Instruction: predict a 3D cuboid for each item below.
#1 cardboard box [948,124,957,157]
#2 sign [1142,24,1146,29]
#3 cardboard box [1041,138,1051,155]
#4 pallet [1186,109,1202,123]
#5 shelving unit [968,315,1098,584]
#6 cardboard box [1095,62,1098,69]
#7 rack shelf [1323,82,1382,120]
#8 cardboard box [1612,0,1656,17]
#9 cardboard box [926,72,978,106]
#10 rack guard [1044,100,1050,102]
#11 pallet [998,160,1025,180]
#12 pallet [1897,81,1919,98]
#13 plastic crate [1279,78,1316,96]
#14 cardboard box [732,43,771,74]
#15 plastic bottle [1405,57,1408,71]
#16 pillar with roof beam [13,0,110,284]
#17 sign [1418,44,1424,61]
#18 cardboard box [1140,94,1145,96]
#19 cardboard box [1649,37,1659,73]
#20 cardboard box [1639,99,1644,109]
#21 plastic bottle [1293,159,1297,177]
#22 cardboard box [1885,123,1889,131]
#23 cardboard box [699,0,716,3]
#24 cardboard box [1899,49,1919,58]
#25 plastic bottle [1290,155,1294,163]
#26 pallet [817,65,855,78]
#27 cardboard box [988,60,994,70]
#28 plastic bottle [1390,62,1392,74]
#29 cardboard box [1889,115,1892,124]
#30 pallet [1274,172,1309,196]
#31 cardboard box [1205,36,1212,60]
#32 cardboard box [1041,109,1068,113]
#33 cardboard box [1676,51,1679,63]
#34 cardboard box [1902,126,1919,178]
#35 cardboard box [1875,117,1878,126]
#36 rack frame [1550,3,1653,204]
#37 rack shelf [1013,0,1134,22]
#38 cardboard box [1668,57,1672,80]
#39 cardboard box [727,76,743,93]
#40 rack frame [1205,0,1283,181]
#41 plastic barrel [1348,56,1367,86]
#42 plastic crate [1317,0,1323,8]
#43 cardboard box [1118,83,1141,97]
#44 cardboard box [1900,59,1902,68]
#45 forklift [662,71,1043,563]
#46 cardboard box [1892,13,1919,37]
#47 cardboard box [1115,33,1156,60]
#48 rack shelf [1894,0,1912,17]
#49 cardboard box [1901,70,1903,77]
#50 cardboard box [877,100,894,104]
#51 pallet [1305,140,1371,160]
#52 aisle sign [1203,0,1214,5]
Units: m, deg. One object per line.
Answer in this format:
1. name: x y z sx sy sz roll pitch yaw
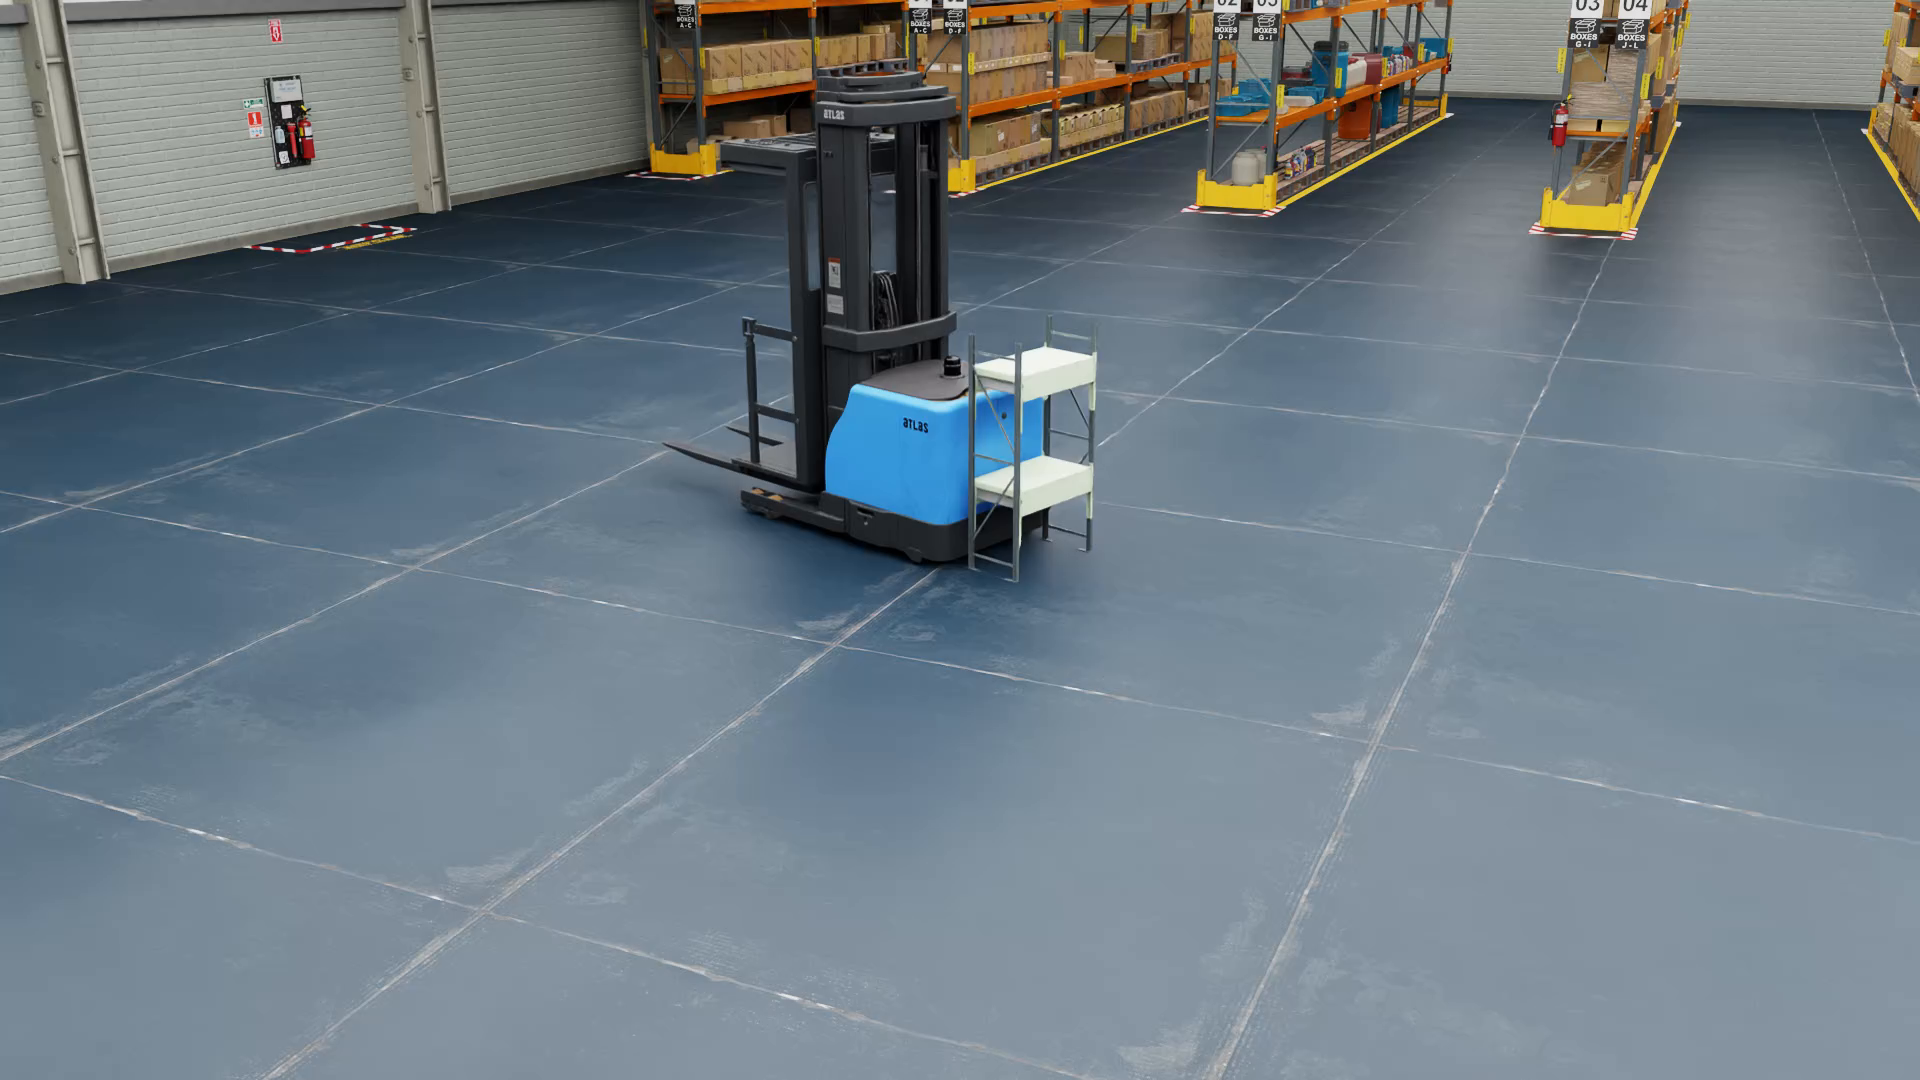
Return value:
1. cardboard box: -0.380 -6.586 27.368 0.500 0.500 0.500 9 21 23
2. sign: 4.087 -11.274 36.900 0.100 0.325 0.005 9 21 23
3. cardboard box: 1.319 -7.079 29.873 0.500 0.250 0.500 9 21 23
4. pallet: 4.868 -9.689 37.900 1.003 0.211 1.213 9 21 23
5. shelving unit: 0.452 -0.575 10.347 0.431 1.500 0.755 17 26 39
6. cardboard box: 2.405 -9.282 32.725 0.500 0.311 0.500 8 21 22
7. rack shelf: 6.646 -7.940 29.891 1.077 0.370 4.000 9 21 23
8. cardboard box: 9.141 -7.219 22.539 0.500 0.250 0.500 9 22 24
9. cardboard box: -0.126 -7.313 26.907 0.700 0.500 0.500 9 21 23
10. rack guard: 1.713 -11.525 42.628 1.175 0.500 0.348 9 21 23
11. pallet: 0.448 -6.423 28.713 1.003 0.211 1.213 9 21 23
12. pallet: 16.662 -7.641 28.264 1.213 0.211 1.003 9 21 23
13. plastic crate: 5.497 -7.495 27.661 0.767 0.338 0.504 9 21 23
14. cardboard box: -3.750 -8.667 29.937 0.500 0.500 0.500 9 22 24
15. plastic bottle: 9.183 -9.816 34.268 0.061 0.283 0.133 9 21 23
16. pillar with roof beam: -6.338 -6.704 16.390 9.100 9.000 0.400 9 21 23
17. sign: 9.604 -10.167 34.668 0.100 0.325 0.005 9 21 23
18. cardboard box: 3.745 -9.392 35.976 0.500 0.500 0.500 9 21 23
19. cardboard box: 10.003 -7.165 24.554 0.500 0.500 0.500 9 21 23
20. cardboard box: 9.755 -6.731 24.826 0.875 0.500 0.500 9 21 23
21. plastic bottle: 5.356 -5.982 26.729 0.097 0.271 0.097 0 20 0
22. cardboard box: 18.044 -7.941 32.005 0.380 0.149 0.250 7 21 20
23. cardboard box: -4.484 -9.342 28.104 0.500 0.500 0.500 9 22 24
24. cardboard box: 17.204 -8.784 30.052 0.380 0.149 0.250 8 21 22
25. plastic bottle: 5.448 -6.166 27.228 0.061 0.283 0.133 9 21 23
26. pallet: -2.766 -9.150 32.507 1.003 0.211 1.213 9 21 23
27. cardboard box: 0.343 -7.802 27.314 0.380 0.149 0.250 8 21 22
28. plastic bottle: 8.483 -9.302 32.840 0.097 0.271 0.097 0 20 0
29. cardboard box: 18.082 -8.085 31.965 0.380 0.149 0.250 9 21 23
30. pallet: 5.016 -5.780 26.905 1.003 0.211 1.213 9 21 23
31. cardboard box: 5.457 -11.269 38.029 0.500 0.500 0.500 8 21 22
32. cardboard box: 1.837 -8.143 32.029 0.500 0.311 0.500 8 21 22
33. cardboard box: 14.468 -9.921 34.168 0.500 0.250 0.500 9 22 24
34. cardboard box: 15.781 -6.195 26.643 1.050 0.750 0.750 9 21 24
35. cardboard box: 19.237 -8.683 34.535 0.380 0.149 0.250 9 21 24
36. rack frame: 8.708 -5.765 22.702 1.000 3.000 0.127 9 21 23
37. rack shelf: 2.129 -10.034 31.303 1.077 0.370 4.000 9 21 23
38. cardboard box: 13.053 -8.836 31.190 0.500 0.500 0.500 9 21 23
39. cardboard box: -4.160 -8.009 29.206 0.500 0.250 0.500 8 21 21
40. rack frame: 4.189 -6.444 24.613 1.000 3.000 0.127 9 21 23
41. plastic barrel: 7.239 -8.599 30.504 0.421 0.512 0.421 0 20 0
42. plastic crate: 5.539 -8.410 26.057 0.243 0.136 0.396 9 21 23
43. cardboard box: 3.551 -9.603 35.449 0.500 0.250 0.500 8 21 22
44. cardboard box: 16.992 -8.482 29.647 0.380 0.149 0.250 8 21 22
45. forklift: -0.872 -1.635 11.193 3.031 2.935 1.130 17 26 40
46. cardboard box: 19.116 -10.347 33.501 0.500 0.500 0.500 9 22 24
47. cardboard box: 3.651 -10.277 34.614 0.700 0.500 0.500 13 23 33
48. rack shelf: 18.924 -10.407 32.354 1.077 0.370 4.000 9 21 23
49. cardboard box: 16.780 -8.184 29.252 0.380 0.149 0.250 9 22 24
50. cardboard box: -1.821 -9.052 35.018 0.700 0.500 0.500 9 21 23
51. pallet: 7.112 -7.345 31.306 1.003 0.211 1.213 9 21 23
52. aisle sign: 5.984 -13.302 40.017 0.394 0.787 0.004 9 21 23
